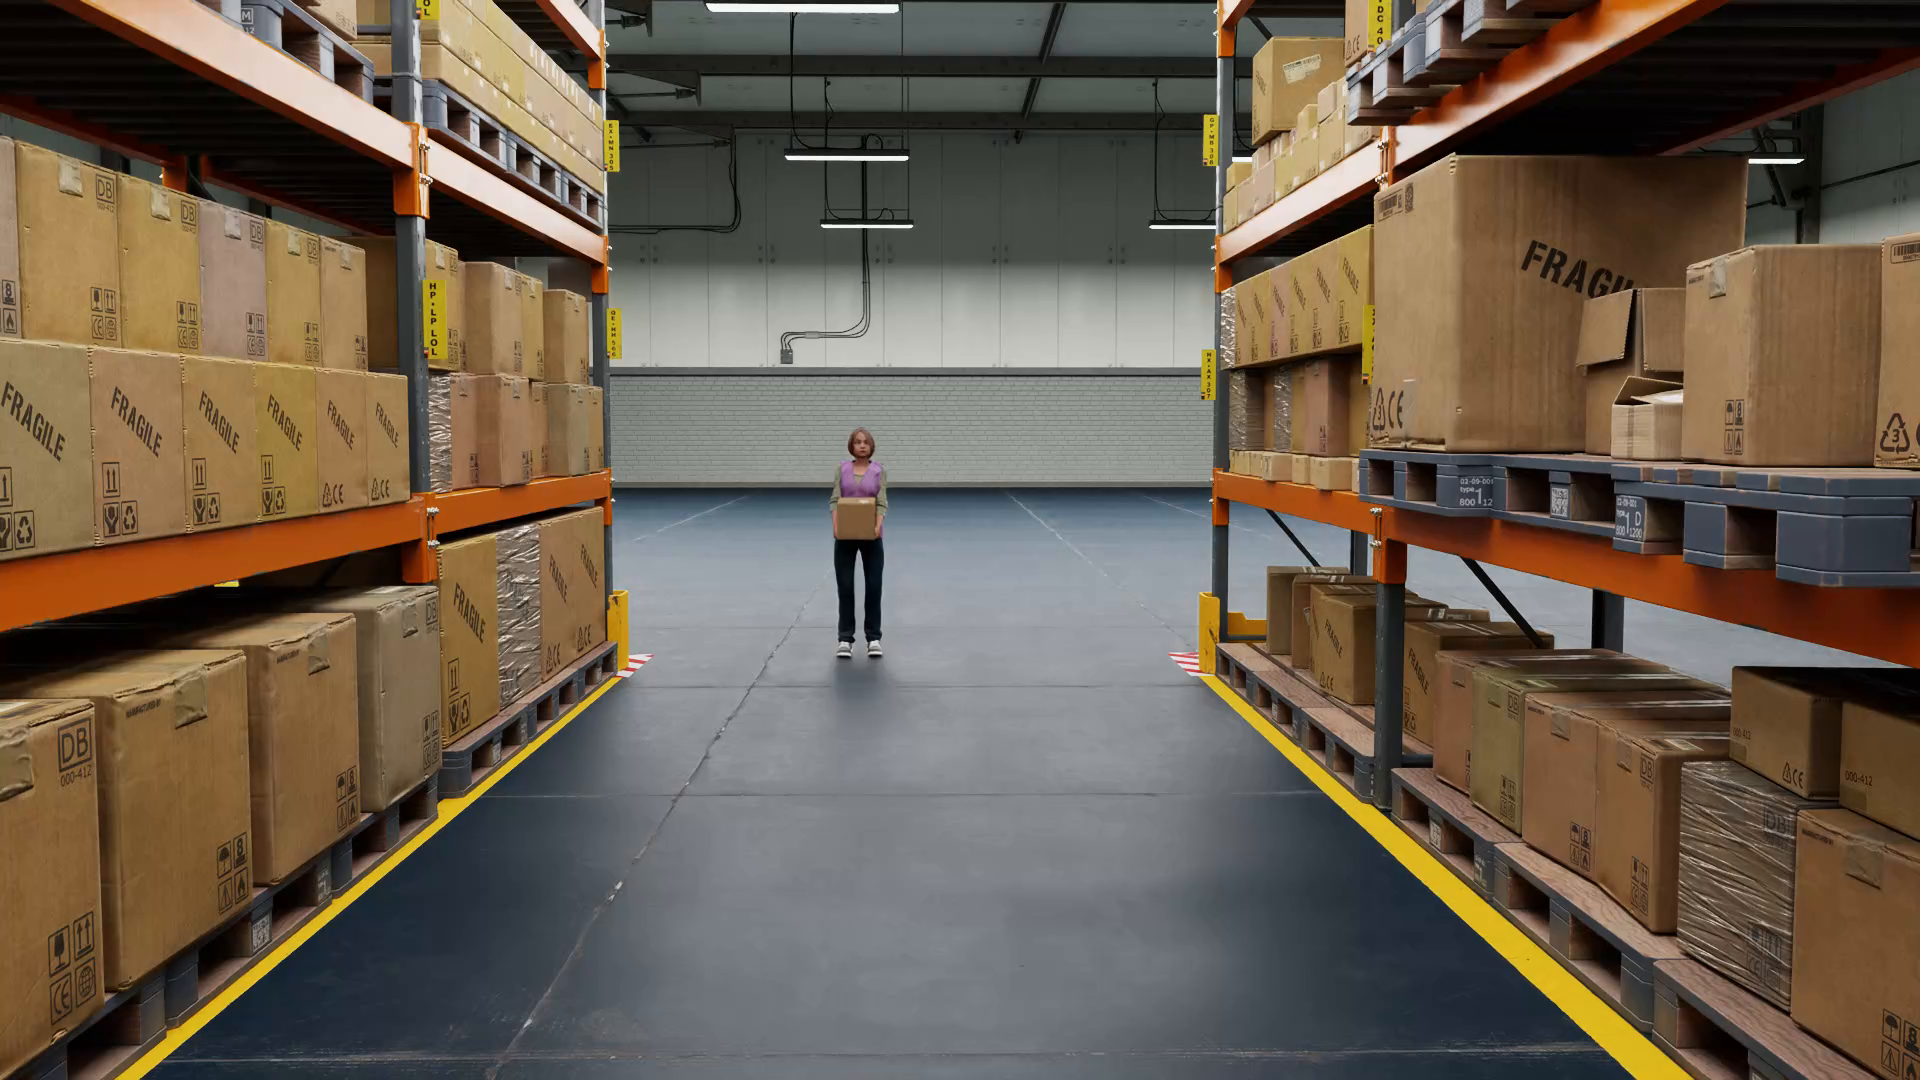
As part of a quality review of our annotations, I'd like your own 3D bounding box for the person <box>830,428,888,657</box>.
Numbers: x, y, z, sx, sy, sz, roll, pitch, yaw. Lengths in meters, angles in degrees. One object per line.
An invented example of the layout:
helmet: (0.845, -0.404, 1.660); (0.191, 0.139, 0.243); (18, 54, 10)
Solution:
person: (-0.702, 0.022, 11.550); (0.405, 1.575, 0.497); (0, 4, -1)
